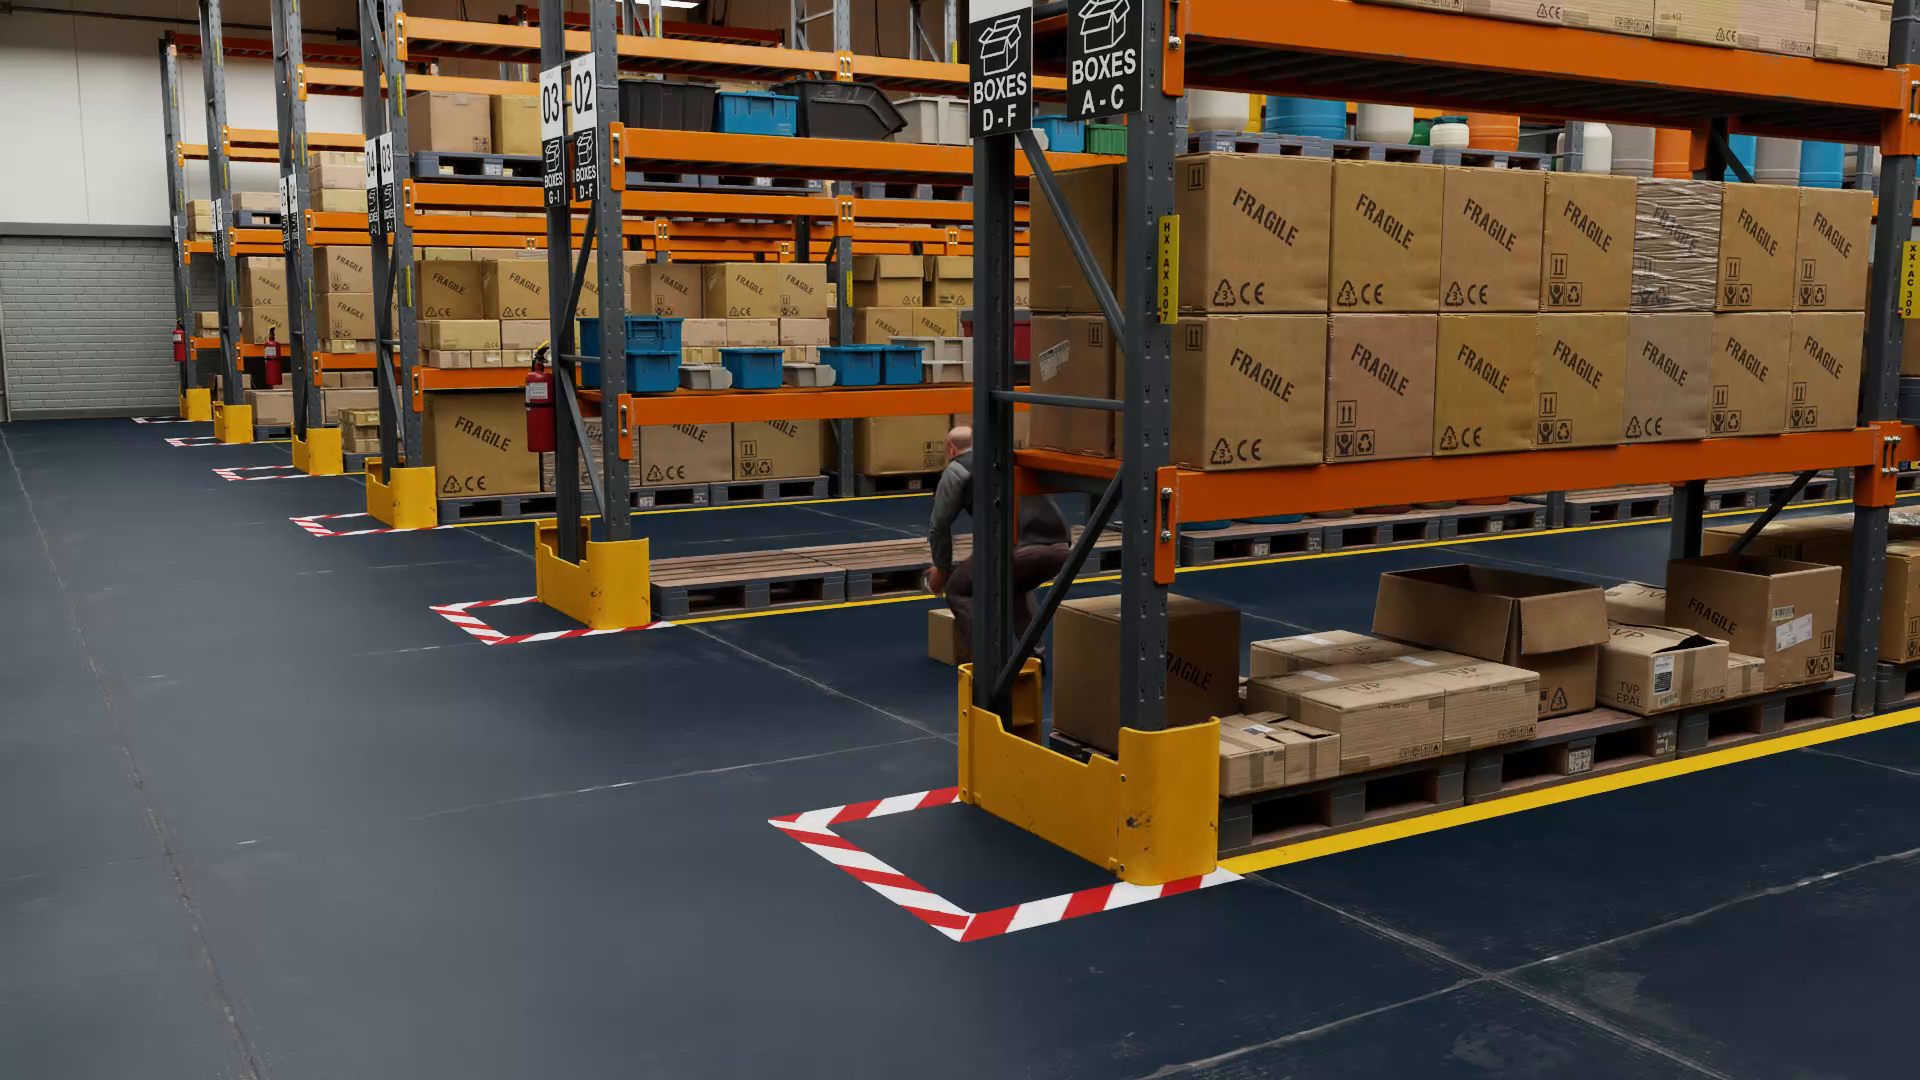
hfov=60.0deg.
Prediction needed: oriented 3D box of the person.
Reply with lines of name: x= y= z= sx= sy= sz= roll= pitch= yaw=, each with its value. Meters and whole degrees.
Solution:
person: x=0.175 y=0.064 z=8.237 sx=0.582 sy=1.225 sz=0.794 roll=-5 pitch=9 yaw=-31
